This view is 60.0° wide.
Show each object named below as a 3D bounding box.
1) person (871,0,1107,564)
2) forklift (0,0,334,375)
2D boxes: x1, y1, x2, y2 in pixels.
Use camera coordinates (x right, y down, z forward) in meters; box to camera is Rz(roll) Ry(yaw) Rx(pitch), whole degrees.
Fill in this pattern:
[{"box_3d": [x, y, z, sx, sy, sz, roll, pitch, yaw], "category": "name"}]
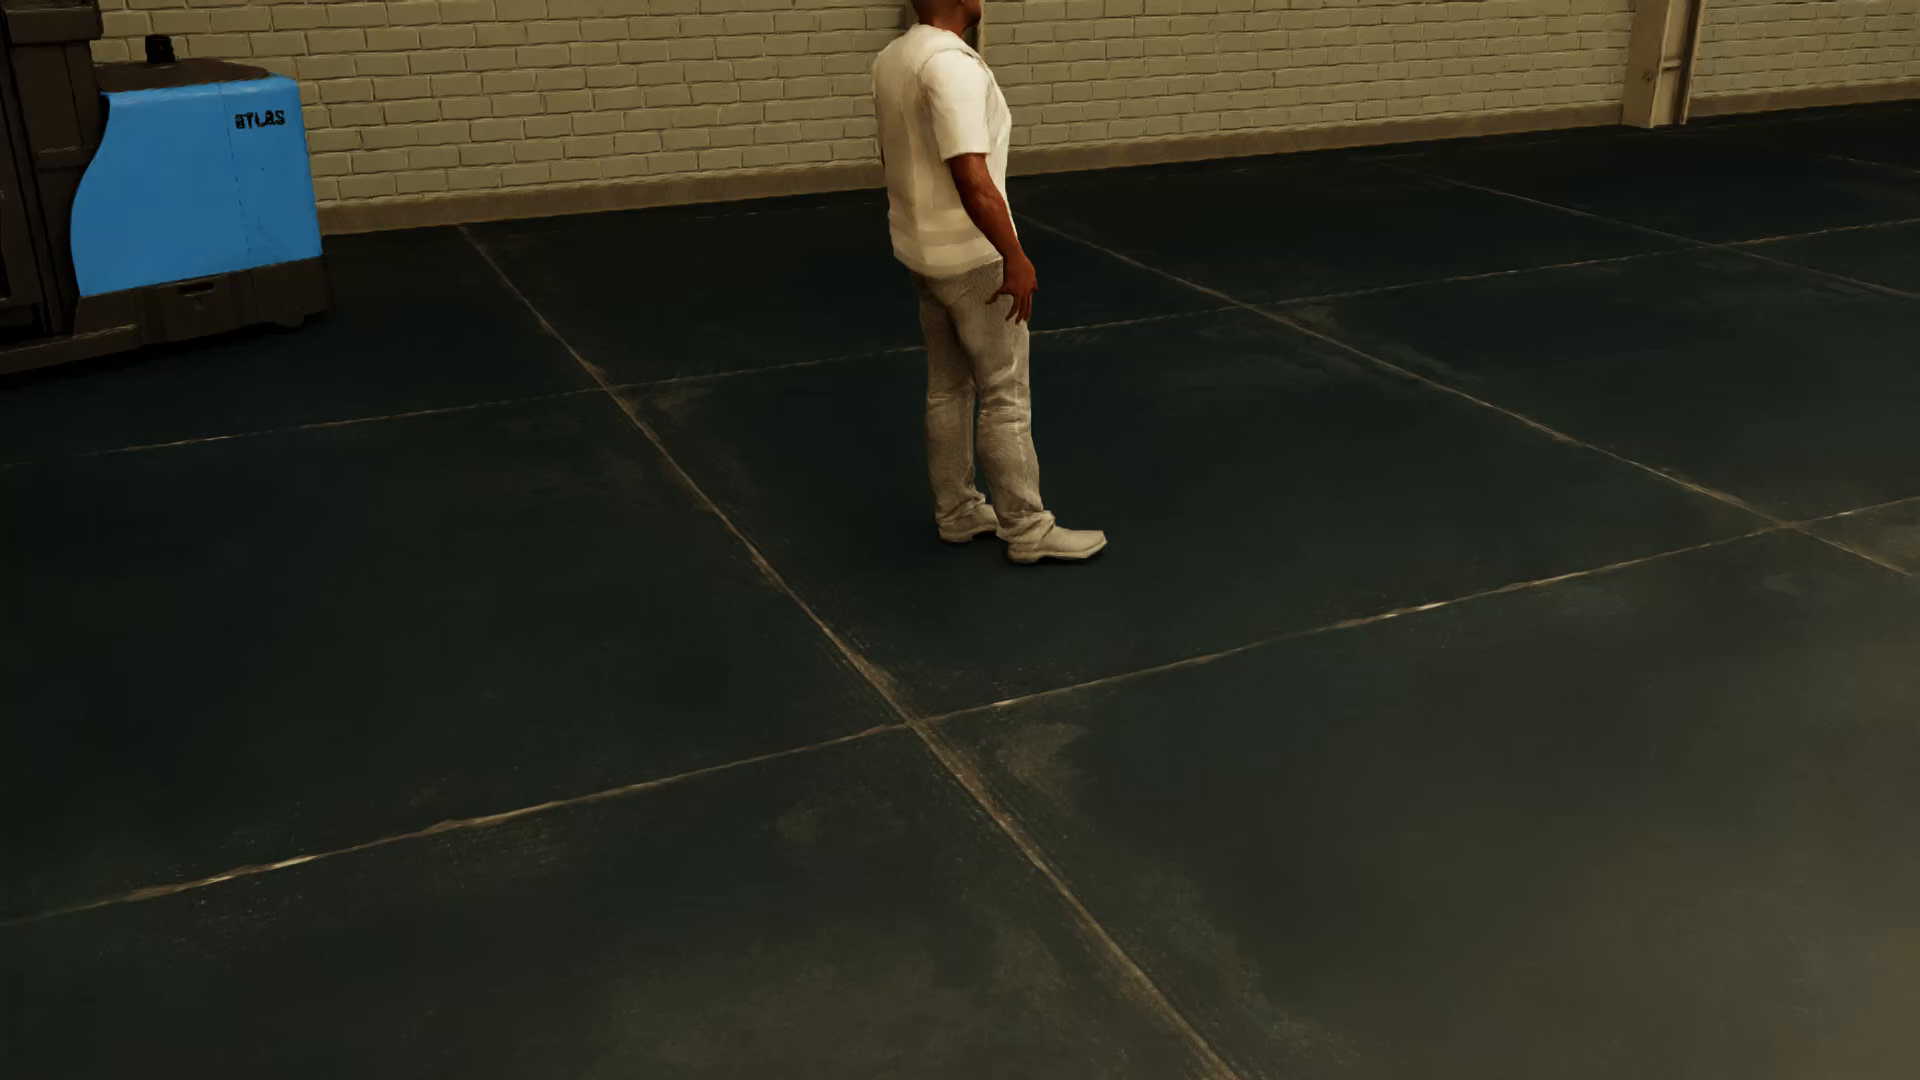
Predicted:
[{"box_3d": [0.065, -0.831, 4.788, 0.576, 1.766, 0.665, -10, 25, -23], "category": "person"}, {"box_3d": [-4.190, -2.052, 6.225, 1.130, 2.935, 3.031, 21, 30, 41], "category": "forklift"}]
